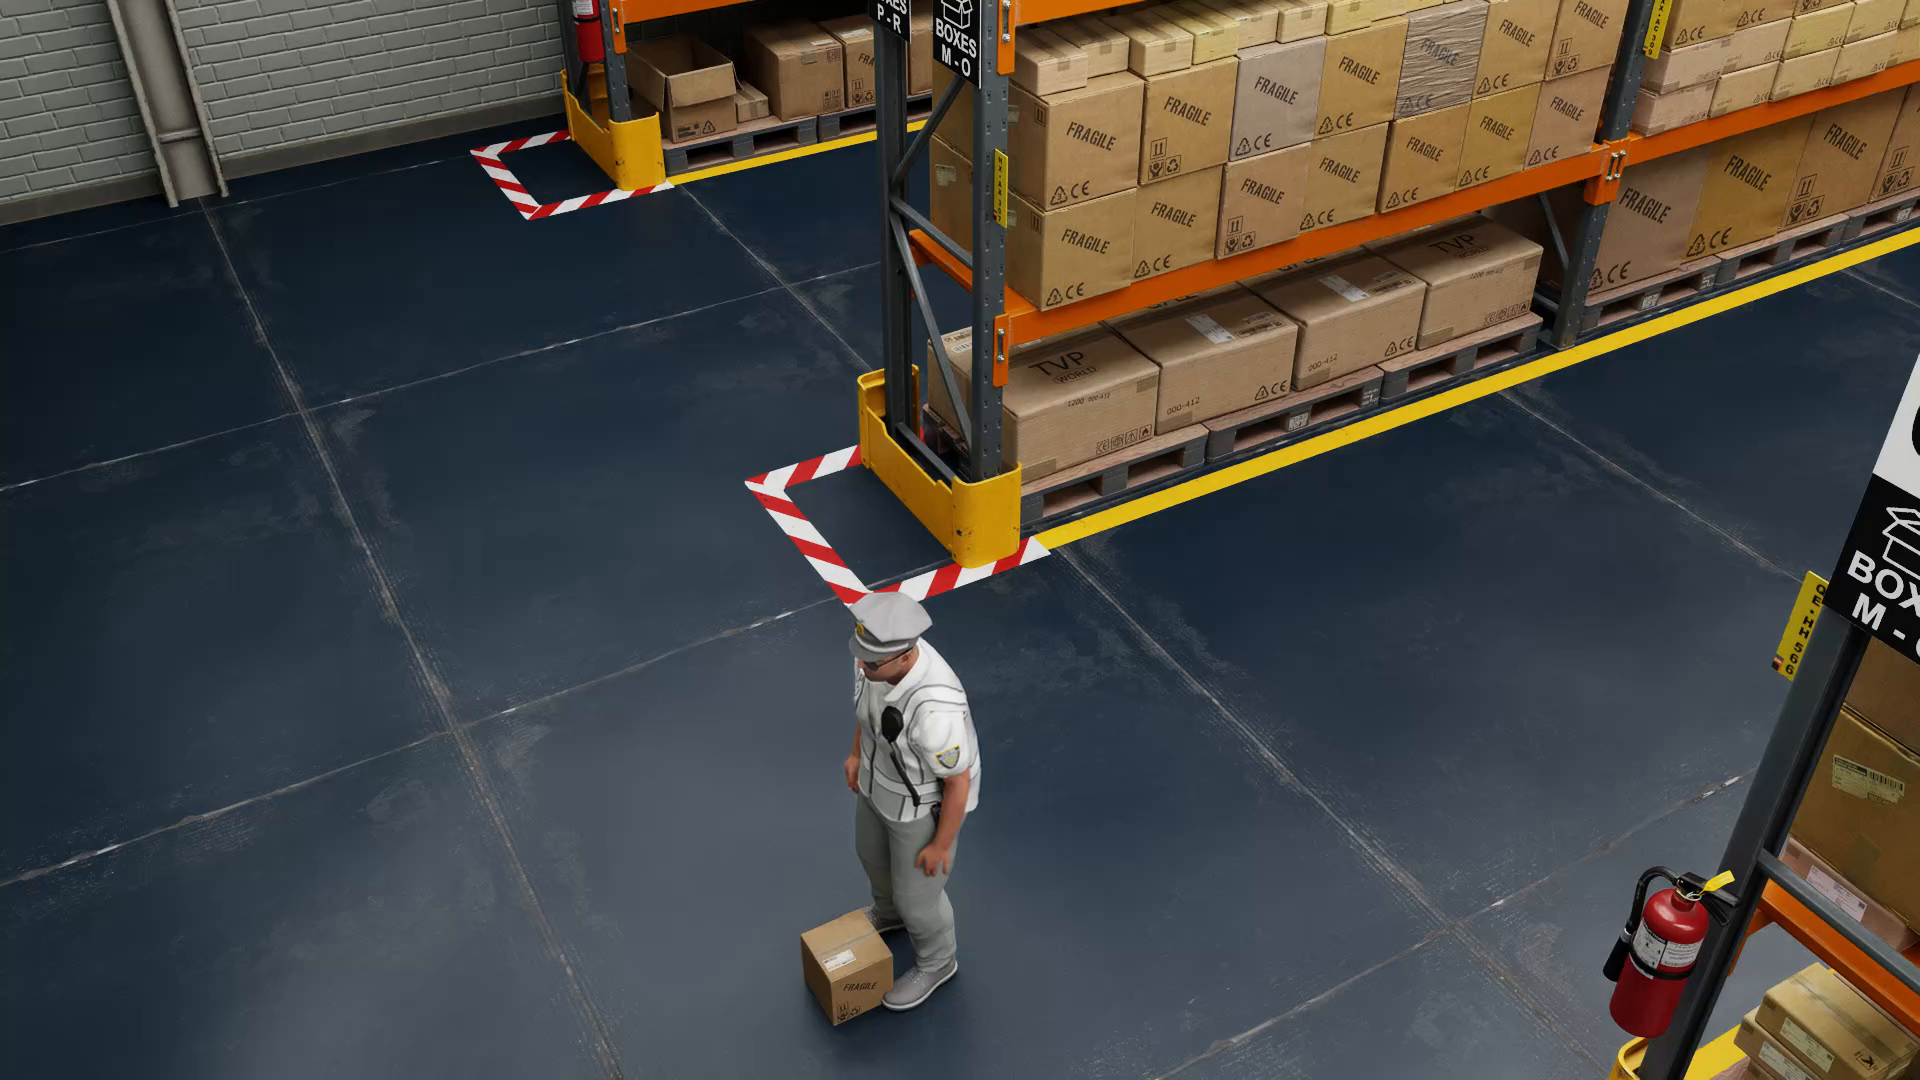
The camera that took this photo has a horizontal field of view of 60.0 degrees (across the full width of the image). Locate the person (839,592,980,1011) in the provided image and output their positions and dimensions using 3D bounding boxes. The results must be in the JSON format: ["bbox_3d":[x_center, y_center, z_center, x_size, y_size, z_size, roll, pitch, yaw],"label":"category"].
[{"bbox_3d":[-0.173,0.874,5.742,0.428,1.751,0.605,-21,41,-26],"label":"person"}]
